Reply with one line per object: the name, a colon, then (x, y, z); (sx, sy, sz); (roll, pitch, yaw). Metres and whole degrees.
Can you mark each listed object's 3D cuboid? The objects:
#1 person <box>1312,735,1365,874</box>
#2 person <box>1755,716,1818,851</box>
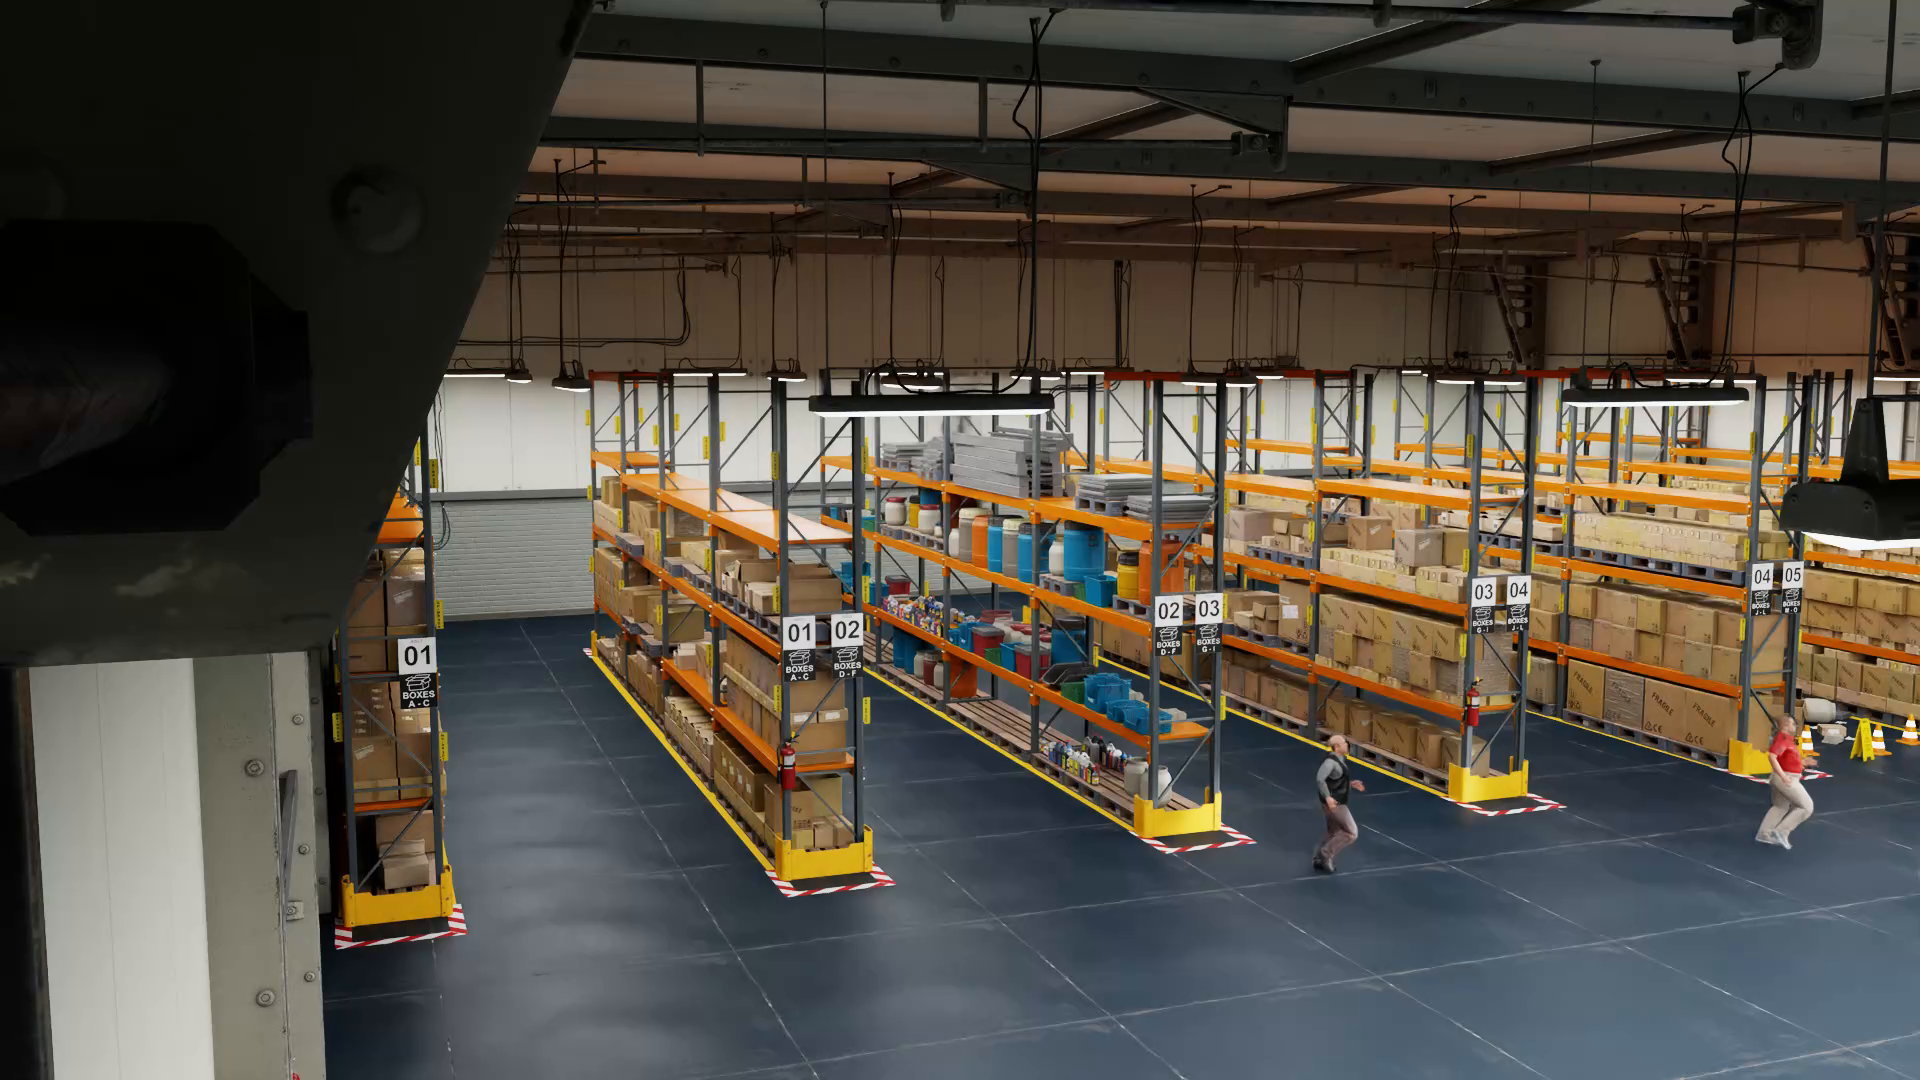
person: (4.631, 3.220, 20.335); (0.617, 1.692, 0.667); (1, 7, 12)
person: (10.616, 3.110, 21.301); (0.678, 1.719, 0.637); (2, 7, 13)
